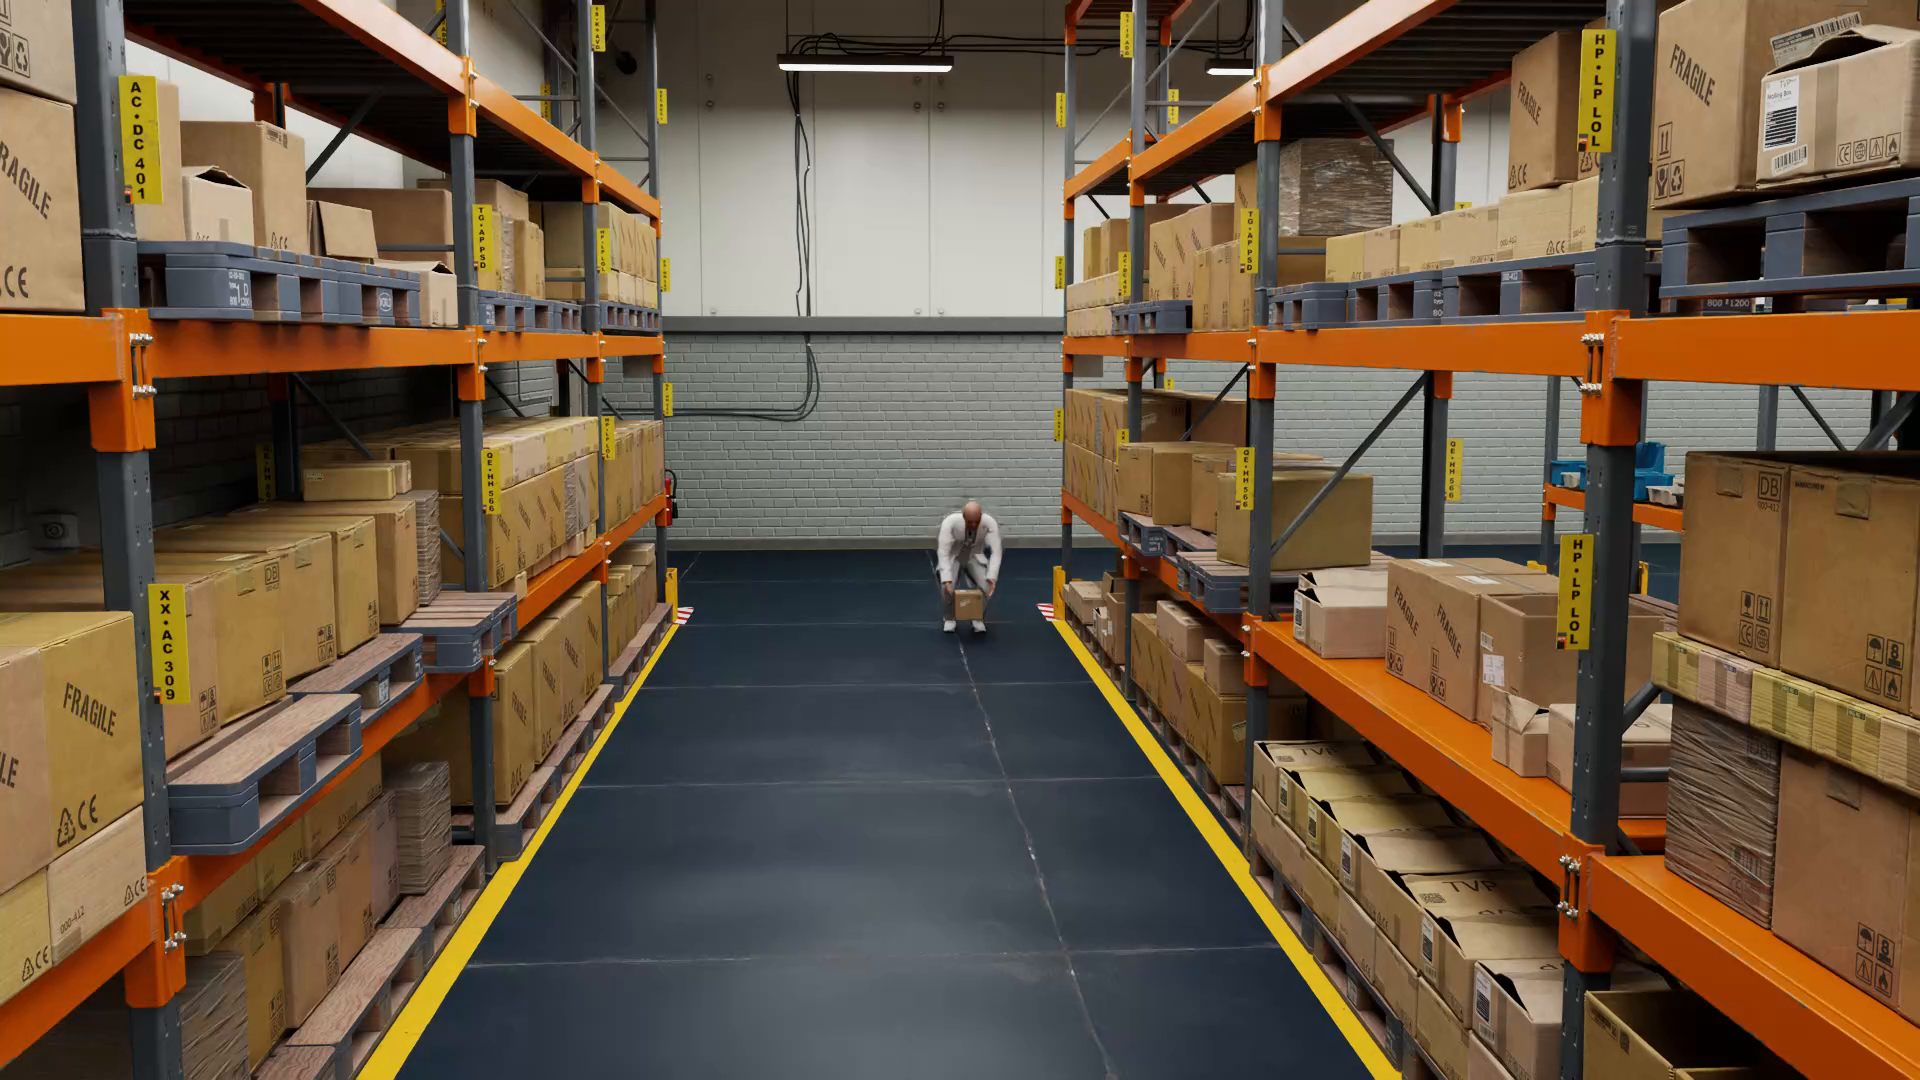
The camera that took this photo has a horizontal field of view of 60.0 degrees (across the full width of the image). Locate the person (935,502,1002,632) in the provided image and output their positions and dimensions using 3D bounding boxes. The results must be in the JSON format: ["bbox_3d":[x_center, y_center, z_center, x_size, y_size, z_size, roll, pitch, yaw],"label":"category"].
[{"bbox_3d":[0.078,0.248,15.903,0.633,1.263,0.786,0,7,-4],"label":"person"}]
